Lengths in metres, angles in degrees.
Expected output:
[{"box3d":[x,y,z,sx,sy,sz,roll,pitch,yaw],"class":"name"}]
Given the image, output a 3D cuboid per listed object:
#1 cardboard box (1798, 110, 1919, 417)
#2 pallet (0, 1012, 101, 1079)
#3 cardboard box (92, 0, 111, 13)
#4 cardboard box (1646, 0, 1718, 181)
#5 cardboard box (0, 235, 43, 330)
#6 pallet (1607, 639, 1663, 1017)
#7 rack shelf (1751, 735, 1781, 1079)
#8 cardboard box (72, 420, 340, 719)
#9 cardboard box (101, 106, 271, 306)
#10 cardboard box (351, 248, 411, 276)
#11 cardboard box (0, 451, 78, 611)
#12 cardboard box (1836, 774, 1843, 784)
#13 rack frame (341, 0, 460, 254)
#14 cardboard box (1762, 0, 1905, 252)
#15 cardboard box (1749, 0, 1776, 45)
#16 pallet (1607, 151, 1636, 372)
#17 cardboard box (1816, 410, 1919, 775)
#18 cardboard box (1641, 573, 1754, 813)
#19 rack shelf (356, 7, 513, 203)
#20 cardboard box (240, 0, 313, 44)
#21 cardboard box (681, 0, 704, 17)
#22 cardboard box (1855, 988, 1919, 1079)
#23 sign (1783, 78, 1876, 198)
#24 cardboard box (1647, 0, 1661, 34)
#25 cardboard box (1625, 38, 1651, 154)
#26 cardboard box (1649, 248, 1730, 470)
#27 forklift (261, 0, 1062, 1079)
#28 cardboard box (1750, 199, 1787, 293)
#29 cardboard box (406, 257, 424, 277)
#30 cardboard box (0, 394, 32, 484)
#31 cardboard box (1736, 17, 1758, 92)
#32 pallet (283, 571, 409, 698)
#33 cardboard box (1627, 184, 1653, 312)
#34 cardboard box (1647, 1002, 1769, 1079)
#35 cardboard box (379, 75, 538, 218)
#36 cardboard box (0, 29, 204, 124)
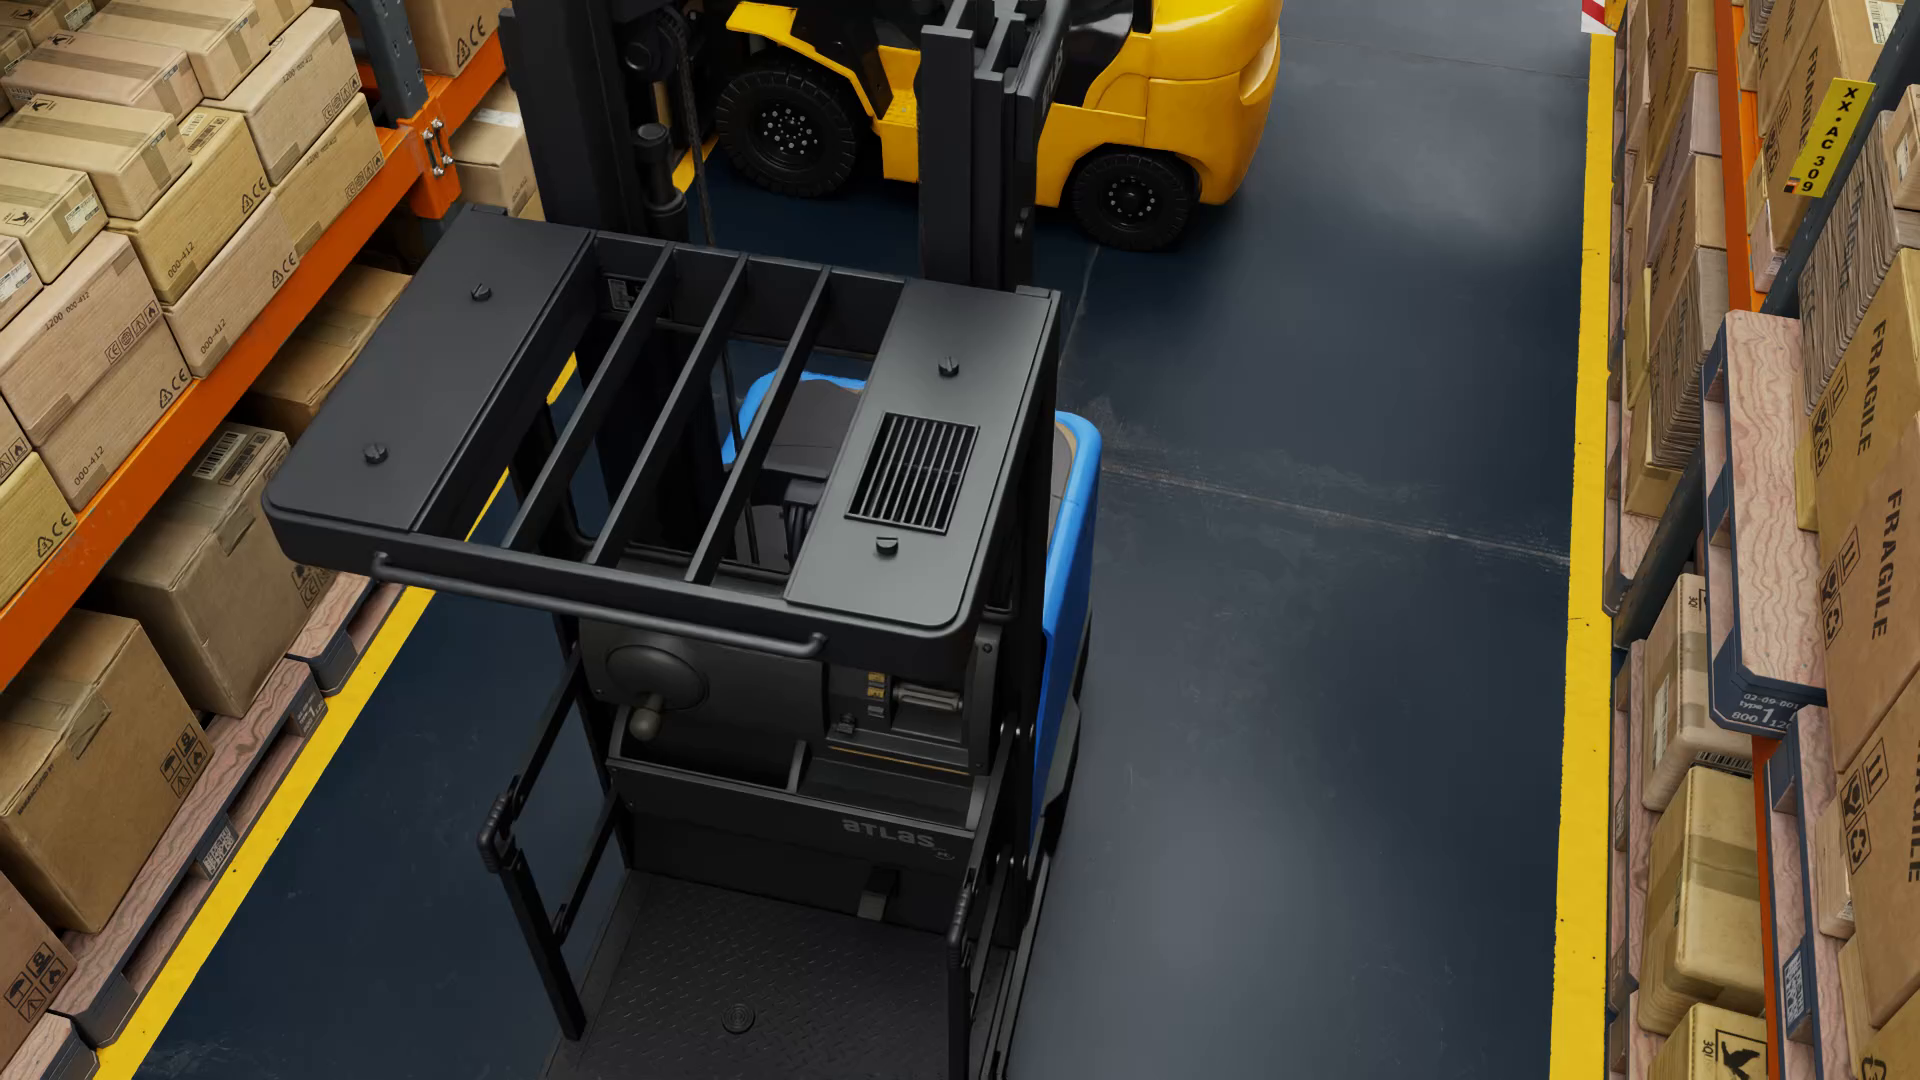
[{"box3d":[2.231,-0.570,3.707,0.500,0.500,0.500,13,50,11],"class":"cardboard box"},{"box3d":[-2.957,1.669,4.136,1.003,0.211,1.213,12,50,10],"class":"pallet"},{"box3d":[-2.458,-1.595,4.657,0.380,0.149,0.250,11,49,9],"class":"cardboard box"},{"box3d":[2.926,-1.666,6.273,0.500,0.500,0.500,12,50,11],"class":"cardboard box"},{"box3d":[-2.342,-0.586,3.767,0.380,0.149,0.250,12,50,10],"class":"cardboard box"},{"box3d":[2.428,0.904,4.811,1.003,0.211,1.213,12,50,10],"class":"pallet"},{"box3d":[2.105,1.103,3.256,1.077,0.370,4.000,12,50,10],"class":"rack shelf"},{"box3d":[-2.497,0.027,5.029,0.875,0.625,0.625,11,50,10],"class":"cardboard box"},{"box3d":[-2.170,-0.895,4.306,0.500,0.250,0.500,10,49,9],"class":"cardboard box"},{"box3d":[-2.226,-1.179,6.344,0.500,0.250,0.500,12,50,10],"class":"cardboard box"},{"box3d":[-2.455,0.000,3.850,0.500,0.250,0.500,13,50,11],"class":"cardboard box"},{"box3d":[1.931,0.455,3.235,0.380,0.149,0.250,12,50,10],"class":"cardboard box"},{"box3d":[-2.159,-1.559,5.125,1.000,3.000,0.127,12,50,10],"class":"rack frame"},{"box3d":[2.508,-1.084,4.441,0.500,0.500,0.500,10,49,9],"class":"cardboard box"},{"box3d":[2.769,-1.834,5.103,0.500,0.500,0.500,13,50,11],"class":"cardboard box"},{"box3d":[3.093,-1.037,6.525,1.003,0.211,1.213,12,50,10],"class":"pallet"},{"box3d":[1.956,0.147,3.074,0.500,0.500,0.500,11,50,10],"class":"cardboard box"},{"box3d":[2.495,0.528,4.756,0.950,0.372,0.625,12,50,11],"class":"cardboard box"},{"box3d":[-1.632,-2.767,6.672,1.077,0.370,4.000,12,50,10],"class":"rack shelf"},{"box3d":[-2.034,-1.516,4.588,0.380,0.149,0.250,13,50,11],"class":"cardboard box"},{"box3d":[-1.325,-2.333,7.029,0.500,0.250,0.500,11,50,10],"class":"cardboard box"},{"box3d":[1.687,0.916,2.396,0.500,0.500,0.500,9,49,7],"class":"cardboard box"},{"box3d":[2.106,-0.970,4.028,0.100,0.325,0.005,12,50,10],"class":"sign"},{"box3d":[3.199,-2.406,6.927,0.500,0.500,0.500,10,49,9],"class":"cardboard box"},{"box3d":[3.063,-1.808,6.899,0.500,0.250,0.500,13,50,11],"class":"cardboard box"},{"box3d":[2.528,-0.540,5.280,0.500,0.500,0.500,11,49,10],"class":"cardboard box"},{"box3d":[-0.428,0.391,3.450,1.121,2.935,3.031,10,49,9],"class":"forklift"},{"box3d":[2.422,-0.792,4.615,0.380,0.149,0.250,11,50,10],"class":"cardboard box"},{"box3d":[-1.712,-1.072,6.250,0.500,0.250,0.500,12,50,10],"class":"cardboard box"},{"box3d":[-2.461,-0.166,3.662,0.500,0.250,0.500,12,50,11],"class":"cardboard box"},{"box3d":[2.686,-1.527,5.265,0.380,0.149,0.250,11,49,9],"class":"cardboard box"},{"box3d":[-2.315,-0.096,5.693,1.003,0.211,1.213,12,50,10],"class":"pallet"},{"box3d":[2.796,-1.046,6.226,0.500,0.250,0.500,12,50,11],"class":"cardboard box"},{"box3d":[2.128,1.552,3.852,0.950,0.372,0.625,13,50,11],"class":"cardboard box"},{"box3d":[-1.729,-1.407,5.878,0.500,0.250,0.500,11,49,9],"class":"cardboard box"},{"box3d":[-2.200,-1.159,4.273,0.380,0.149,0.250,12,50,10],"class":"cardboard box"}]
